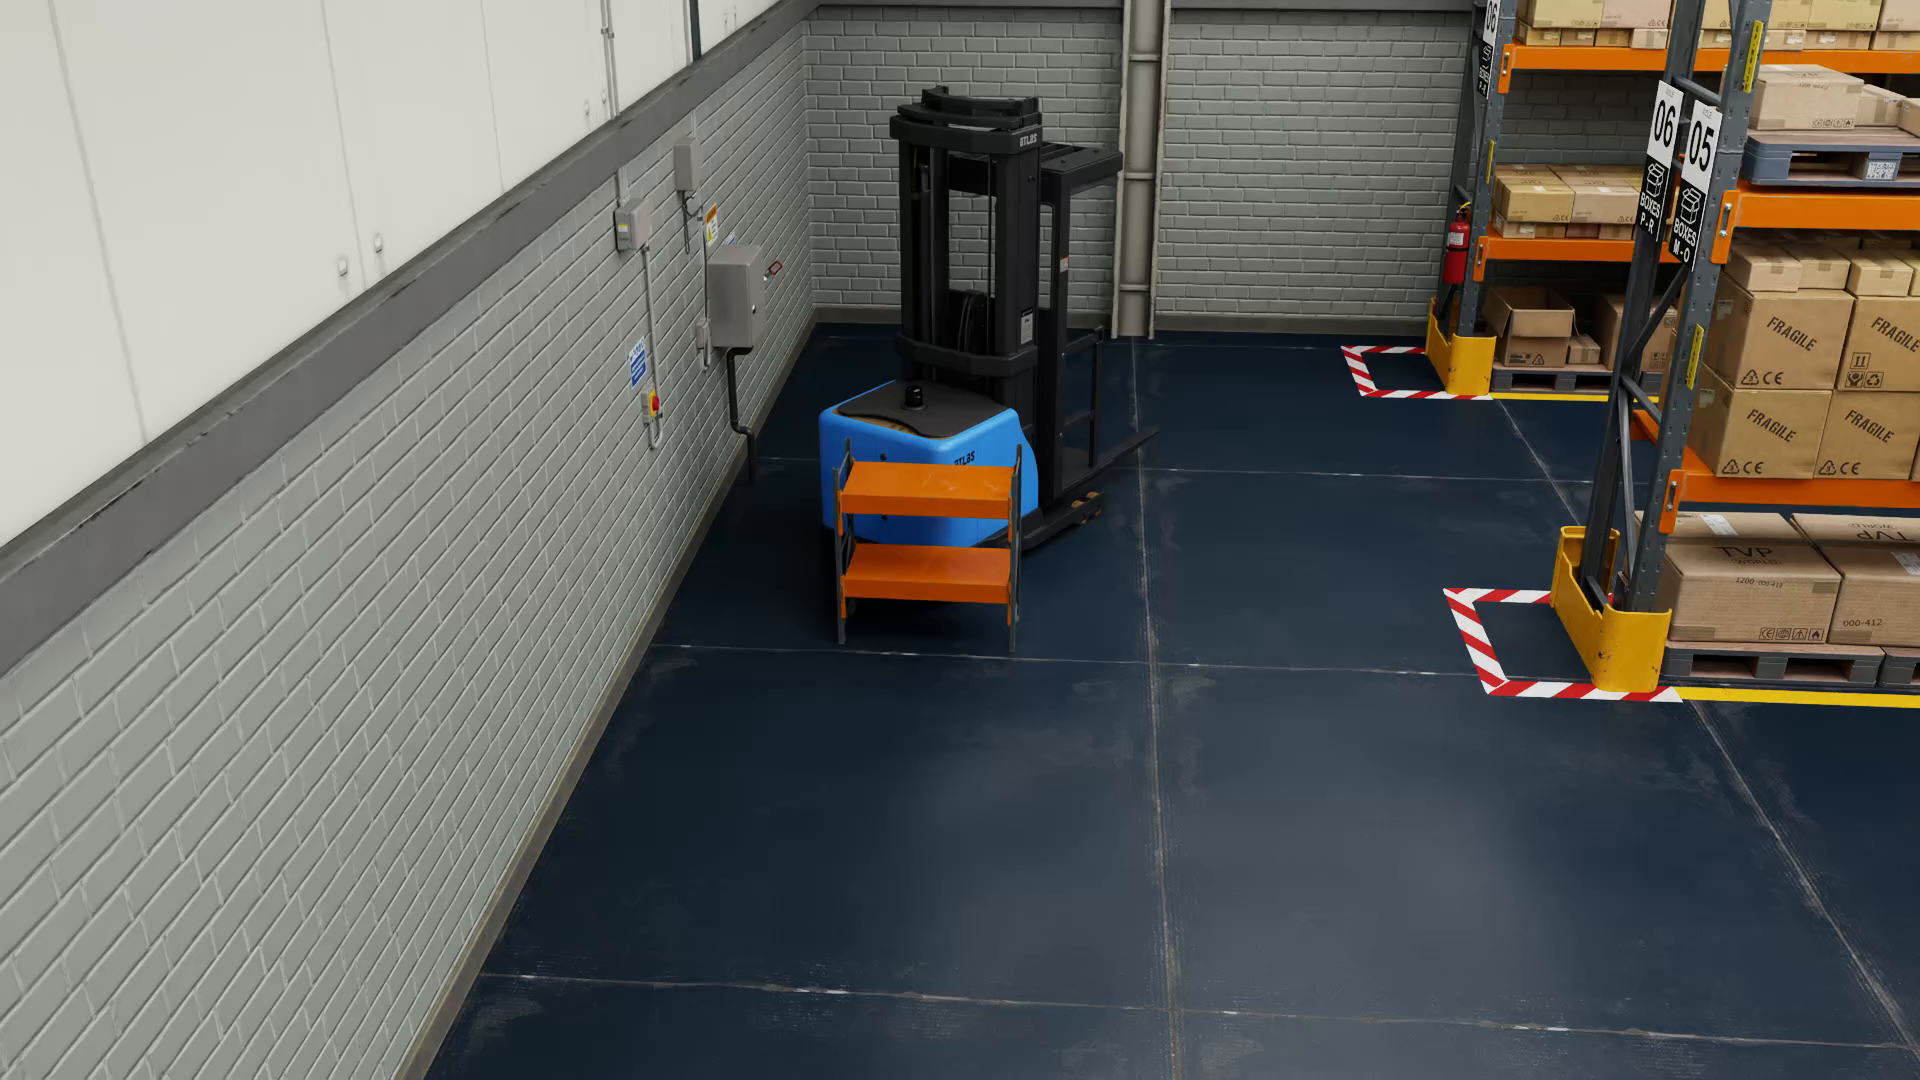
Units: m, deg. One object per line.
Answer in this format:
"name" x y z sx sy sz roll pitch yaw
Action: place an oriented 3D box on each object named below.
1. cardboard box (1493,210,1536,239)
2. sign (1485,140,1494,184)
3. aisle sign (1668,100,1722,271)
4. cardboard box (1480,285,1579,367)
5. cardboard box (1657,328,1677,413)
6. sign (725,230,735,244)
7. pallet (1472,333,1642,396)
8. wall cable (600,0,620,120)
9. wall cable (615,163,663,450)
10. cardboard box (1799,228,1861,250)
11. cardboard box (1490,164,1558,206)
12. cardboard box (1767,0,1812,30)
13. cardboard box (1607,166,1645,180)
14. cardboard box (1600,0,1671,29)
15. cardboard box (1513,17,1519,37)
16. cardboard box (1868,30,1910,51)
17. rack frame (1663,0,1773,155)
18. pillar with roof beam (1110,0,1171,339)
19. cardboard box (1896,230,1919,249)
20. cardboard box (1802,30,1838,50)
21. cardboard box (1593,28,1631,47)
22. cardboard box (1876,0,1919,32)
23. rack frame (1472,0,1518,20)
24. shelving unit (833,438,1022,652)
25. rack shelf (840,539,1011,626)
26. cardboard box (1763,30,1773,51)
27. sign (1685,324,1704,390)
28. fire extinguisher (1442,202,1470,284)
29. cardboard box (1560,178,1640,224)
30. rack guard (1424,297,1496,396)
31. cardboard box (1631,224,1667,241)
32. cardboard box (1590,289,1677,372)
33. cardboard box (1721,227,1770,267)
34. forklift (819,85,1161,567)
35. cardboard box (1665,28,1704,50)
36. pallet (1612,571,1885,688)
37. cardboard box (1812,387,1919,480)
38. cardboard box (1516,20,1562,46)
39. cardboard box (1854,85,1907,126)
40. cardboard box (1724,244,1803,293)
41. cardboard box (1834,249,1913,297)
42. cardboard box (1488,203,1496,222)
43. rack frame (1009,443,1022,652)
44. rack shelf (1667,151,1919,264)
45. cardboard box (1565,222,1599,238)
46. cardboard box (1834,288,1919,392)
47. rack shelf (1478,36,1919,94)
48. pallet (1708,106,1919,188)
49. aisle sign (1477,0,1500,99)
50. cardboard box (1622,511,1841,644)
"cardboard box" 4.521 -2.575 13.559 0.250 0.149 0.380 2 25 4
"sign" 4.172 -2.981 13.105 0.005 0.325 0.100 2 25 4
"aisle sign" 3.744 -1.808 8.480 0.004 0.787 0.394 2 25 4
"cardboard box" 4.816 -1.812 14.083 0.637 0.503 0.797 1 25 2
"cardboard box" 4.339 -0.886 9.467 0.500 0.500 0.500 2 25 4
"sign" -1.649 -1.956 12.027 0.001 0.494 0.329 2 25 4
"pallet" 5.085 -1.520 14.301 1.213 0.211 1.003 2 25 4
"wall cable" -1.856 -3.535 8.168 0.029 3.000 0.463 2 25 4
"wall cable" -1.786 -1.392 9.434 0.123 1.953 0.585 2 25 4
"cardboard box" 4.730 -1.640 9.135 0.250 0.149 0.380 2 25 3
"cardboard box" 4.693 -2.977 13.955 0.500 0.250 0.500 3 25 6
"cardboard box" 6.171 -4.080 12.763 0.500 0.250 0.500 1 25 3
"cardboard box" 5.700 -2.942 13.880 0.500 0.250 0.500 3 25 6
"cardboard box" 5.144 -4.108 12.825 0.500 0.250 0.500 2 25 5
"cardboard box" 4.551 -4.149 13.391 0.250 0.149 0.380 2 25 5
"cardboard box" 7.066 -3.854 12.750 0.250 0.149 0.380 2 25 4
"rack frame" 3.838 -3.471 8.027 0.127 3.000 1.000 2 25 4
"pillar with roof beam" 1.265 -4.207 9.628 0.400 9.000 9.100 2 25 4
"cardboard box" 5.233 -1.577 8.998 0.250 0.149 0.380 2 25 4
"cardboard box" 6.549 -3.881 12.807 0.250 0.149 0.380 2 25 5
"cardboard box" 5.032 -3.943 12.943 0.250 0.149 0.380 2 25 4
"cardboard box" 7.183 -4.039 12.675 0.500 0.250 0.500 1 25 2
"rack frame" 4.214 -5.540 12.524 0.127 3.000 1.000 2 25 4
"shelving unit" -0.179 0.027 9.846 1.048 1.125 0.538 2 25 5
"rack shelf" -0.179 0.249 9.948 1.000 0.278 0.538 2 25 5
"cardboard box" 6.035 -3.866 12.776 0.250 0.149 0.380 2 25 4
"sign" 3.789 -0.944 8.582 0.005 0.325 0.100 2 25 4
"fire extinguisher" 4.032 -2.422 13.463 0.183 0.674 0.296 2 25 4
"cardboard box" 5.148 -2.738 13.436 0.500 0.250 0.500 2 25 5
"rack guard" 4.290 -1.676 14.295 0.348 0.500 1.175 2 25 4
"cardboard box" 5.555 -2.553 13.510 0.250 0.149 0.380 2 25 5
"cardboard box" 5.666 -1.767 13.989 0.500 0.500 0.700 3 25 6
"cardboard box" 4.211 -1.612 9.072 0.250 0.149 0.380 2 25 5
"forklift" 0.364 -1.543 11.096 1.130 2.935 3.031 17 30 32
"cardboard box" 5.534 -3.887 12.821 0.250 0.149 0.380 2 25 4
"pallet" 4.641 0.514 9.880 1.213 0.211 1.003 2 25 4
"cardboard box" 4.801 -0.651 8.957 0.500 0.500 0.500 1 25 3
"cardboard box" 4.514 -3.956 12.970 0.250 0.149 0.380 2 25 5
"cardboard box" 4.717 -2.273 8.692 0.250 0.149 0.380 0 25 0
"cardboard box" 4.170 -1.413 8.641 0.250 0.149 0.380 2 25 5
"cardboard box" 4.688 -1.378 8.565 0.250 0.149 0.380 3 25 6
"cardboard box" 4.565 -2.801 14.050 0.250 0.149 0.380 2 25 3
"rack frame" 0.328 0.047 9.803 0.032 1.125 0.500 2 25 5
"rack shelf" 5.832 -1.717 8.666 4.000 0.370 1.077 2 25 4
"cardboard box" 5.042 -2.593 13.596 0.250 0.149 0.380 2 25 3
"cardboard box" 4.810 -1.097 8.731 0.500 0.500 0.500 1 25 3
"rack shelf" 6.208 -3.786 13.162 4.000 0.370 1.077 2 25 4
"pallet" 4.578 -2.048 8.631 1.213 0.211 1.003 2 25 4
"aisle sign" 4.123 -3.875 12.973 0.004 0.787 0.394 2 25 4
"cardboard box" 4.503 0.207 9.774 0.875 0.438 0.875 1 25 2
